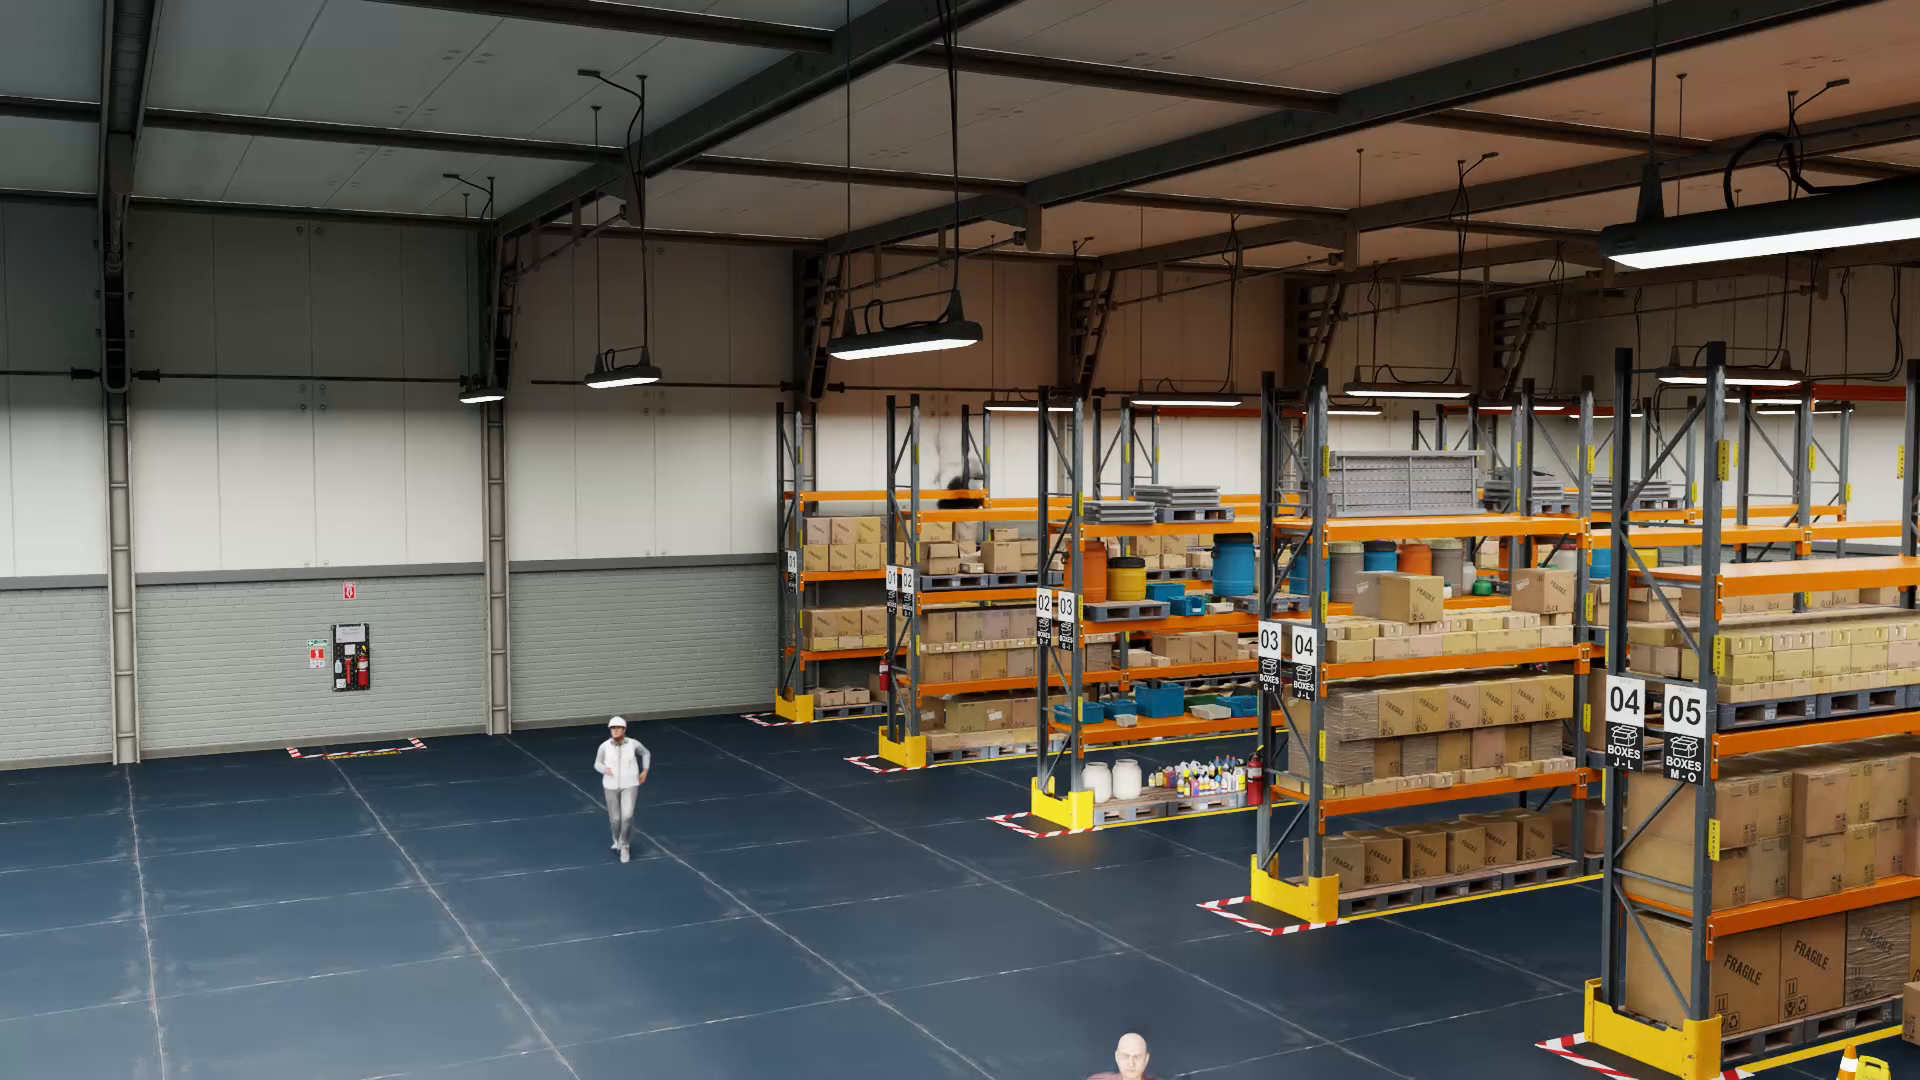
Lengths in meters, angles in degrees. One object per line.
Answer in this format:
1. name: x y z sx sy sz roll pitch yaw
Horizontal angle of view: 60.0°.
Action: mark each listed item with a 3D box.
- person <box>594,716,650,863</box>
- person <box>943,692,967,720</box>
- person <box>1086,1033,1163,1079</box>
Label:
1. person: -4.255 3.120 20.898 0.658 1.807 0.751 0 3 -3
2. person: -0.011 2.604 29.366 0.876 1.844 0.643 -3 4 -40
3. person: 0.980 3.709 9.558 0.708 1.754 1.061 0 3 7
